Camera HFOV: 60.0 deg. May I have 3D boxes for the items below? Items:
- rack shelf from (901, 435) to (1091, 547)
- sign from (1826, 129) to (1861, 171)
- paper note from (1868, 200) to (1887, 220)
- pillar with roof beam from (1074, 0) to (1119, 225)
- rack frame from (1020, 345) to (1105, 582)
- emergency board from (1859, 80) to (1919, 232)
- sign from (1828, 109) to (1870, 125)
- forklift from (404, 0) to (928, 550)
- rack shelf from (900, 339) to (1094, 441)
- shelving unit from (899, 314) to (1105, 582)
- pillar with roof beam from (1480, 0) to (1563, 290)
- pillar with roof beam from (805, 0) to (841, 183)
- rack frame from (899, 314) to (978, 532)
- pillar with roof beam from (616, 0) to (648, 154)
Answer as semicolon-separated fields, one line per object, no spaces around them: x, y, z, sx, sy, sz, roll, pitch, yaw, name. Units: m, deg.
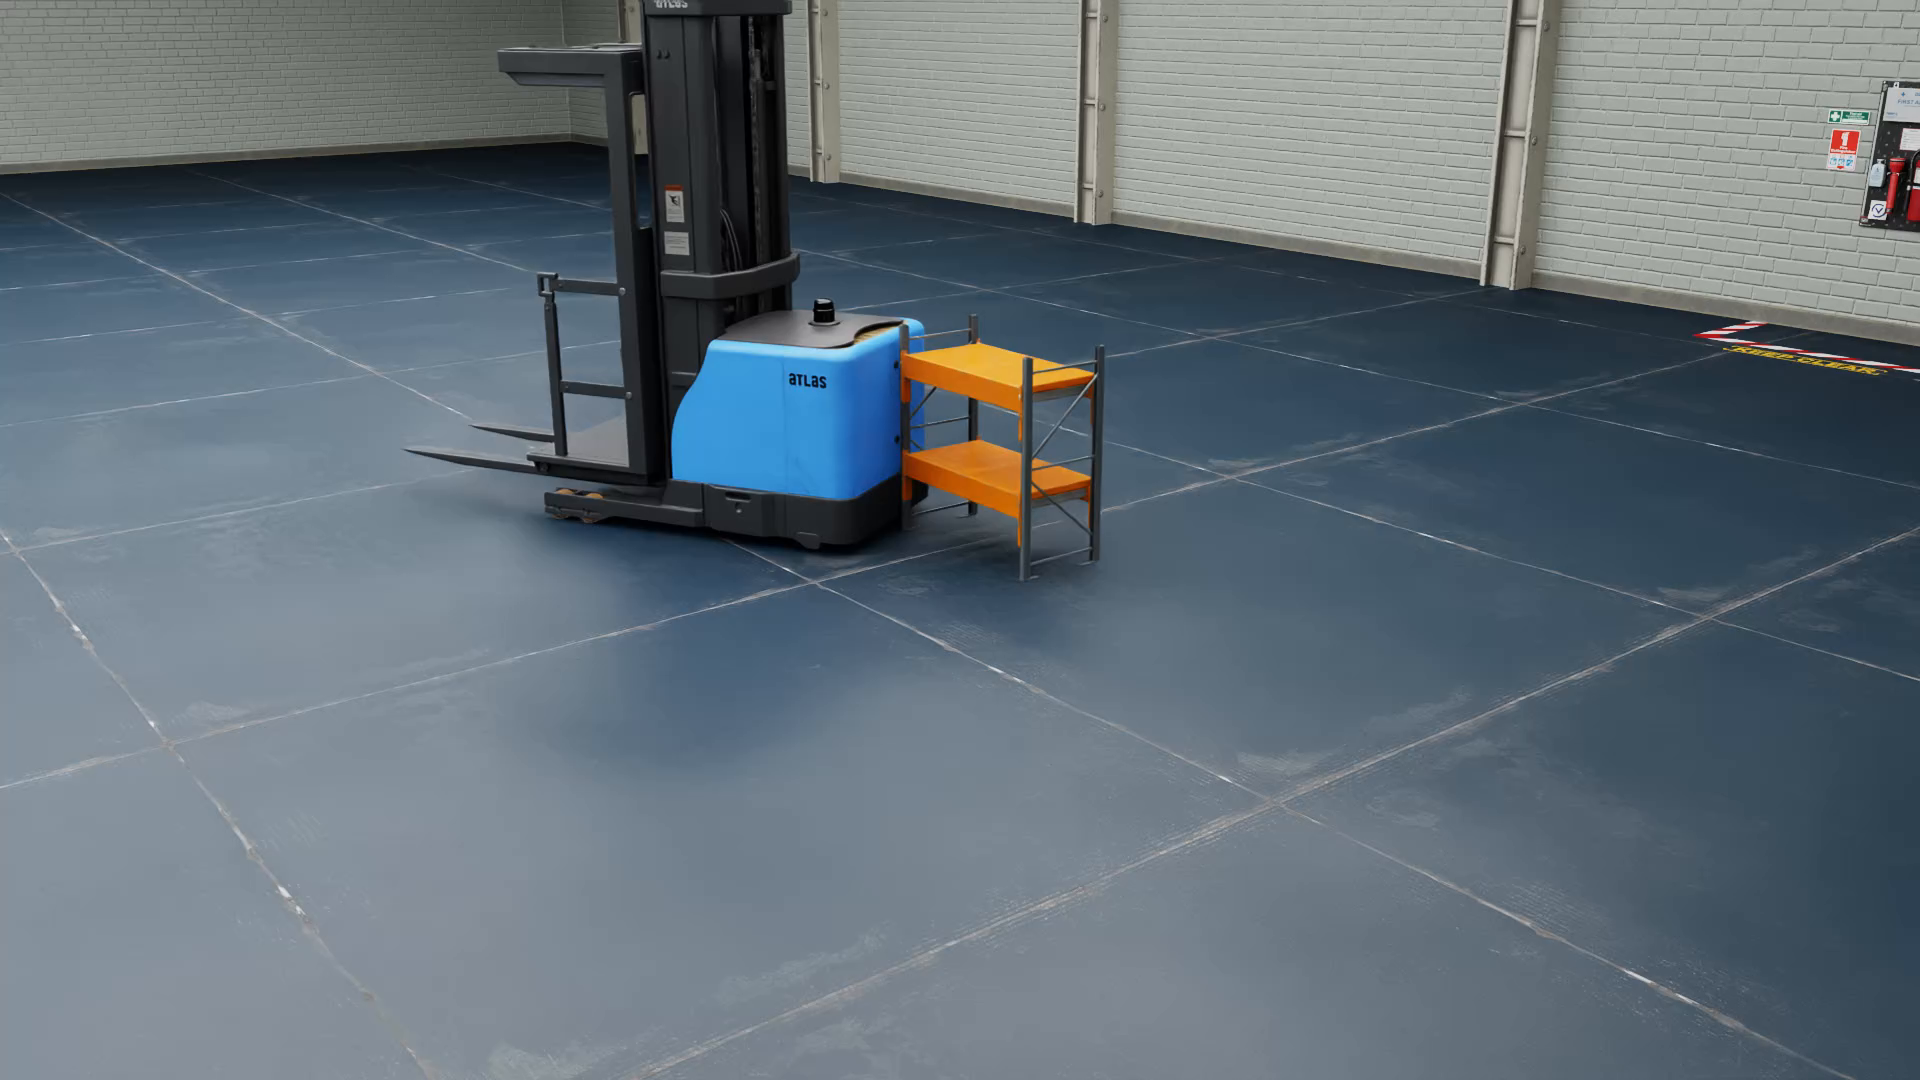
0.197;-0.270;8.668;0.538;0.278;1.000;-13;23;-35;rack shelf
7.359;-3.251;13.853;0.001;0.329;0.234;-14;23;-36;sign
7.566;-2.717;13.697;0.016;0.148;0.142;-14;23;-36;paper note
-1.699;-7.426;16.974;9.100;9.000;0.400;-14;23;-36;pillar with roof beam
0.505;-0.375;8.206;0.500;1.125;0.032;-13;23;-35;rack frame
7.622;-3.078;13.386;0.194;1.169;0.643;-14;23;-36;emergency board
7.355;-3.500;13.761;0.001;0.109;0.331;-14;23;-36;sign
-1.747;-1.624;9.105;3.031;2.935;1.130;8;20;22;forklift
0.197;-0.780;8.499;0.538;0.278;1.000;-13;23;-35;rack shelf
0.197;-0.503;8.591;0.538;1.125;1.048;-13;23;-35;shelving unit
2.026;-5.948;12.509;9.100;9.000;0.400;-14;23;-36;pillar with roof beam
-5.424;-8.905;21.439;9.100;9.000;0.400;-14;23;-36;pillar with roof beam
-0.110;-0.630;8.975;0.500;1.125;0.032;-13;23;-35;rack frame
-9.150;-10.383;25.904;9.100;9.000;0.400;-14;23;-36;pillar with roof beam
